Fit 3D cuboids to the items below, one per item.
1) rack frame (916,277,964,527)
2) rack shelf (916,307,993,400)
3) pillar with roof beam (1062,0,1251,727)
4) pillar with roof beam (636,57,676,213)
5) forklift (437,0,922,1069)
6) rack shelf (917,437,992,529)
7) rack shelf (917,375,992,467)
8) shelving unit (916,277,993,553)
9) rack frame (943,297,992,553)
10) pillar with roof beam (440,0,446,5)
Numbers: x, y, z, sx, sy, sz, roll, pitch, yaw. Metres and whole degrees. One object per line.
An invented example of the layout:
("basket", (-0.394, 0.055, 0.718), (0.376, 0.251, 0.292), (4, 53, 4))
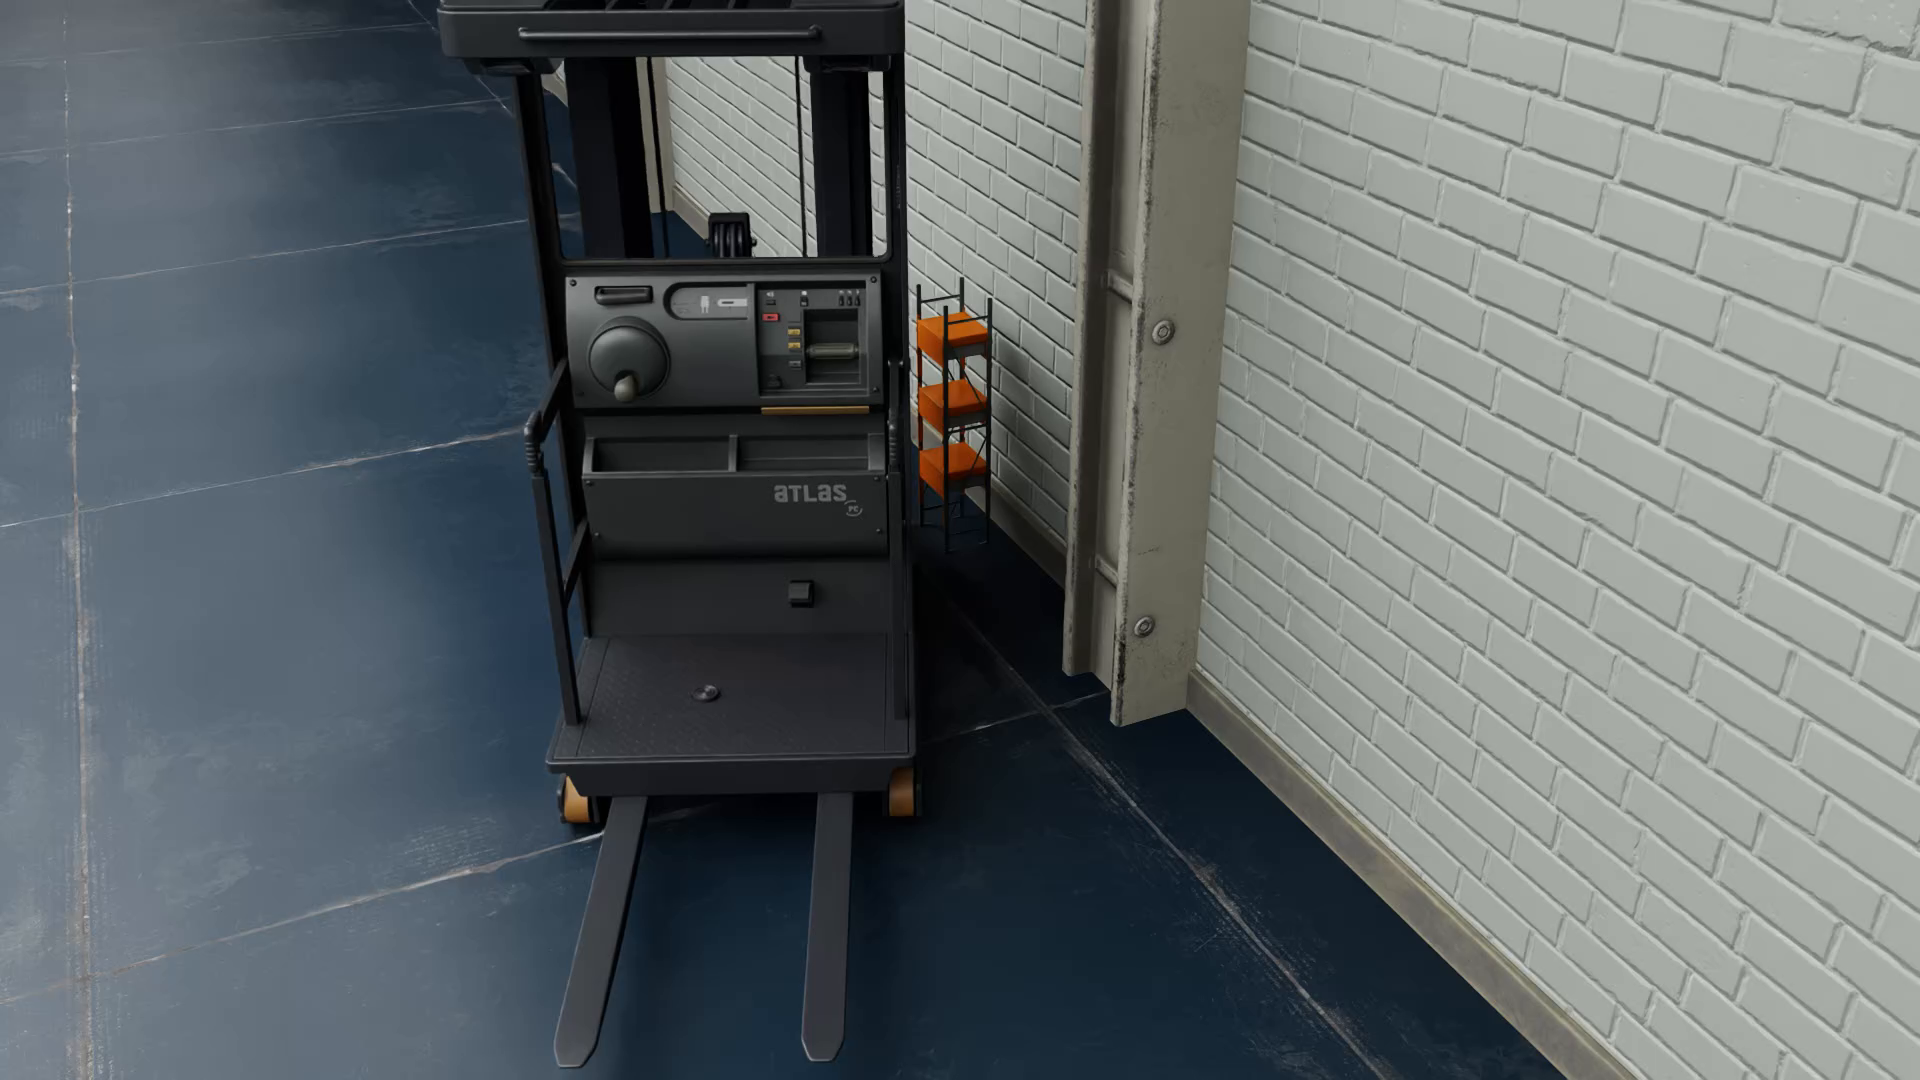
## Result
("rack frame", (-0.075, -0.535, 6.631), (0.200, 1.050, 0.008), (-13, 32, -22))
("rack shelf", (-0.023, -0.720, 6.402), (0.215, 0.259, 0.240), (-13, 32, -22))
("pillar with roof beam", (-3.303, -2.507, 2.021), (9.100, 9.000, 0.400), (-13, 32, -22))
("pillar with roof beam", (-5.879, -5.158, 6.747), (9.100, 9.000, 0.400), (-13, 32, -22))
("forklift", (-0.686, -0.554, 4.741), (1.130, 2.935, 3.031), (-1, 29, -2))
("rack shelf", (-0.023, -0.230, 6.676), (0.215, 0.259, 0.240), (-13, 32, -22))
("rack shelf", (-0.023, -0.472, 6.541), (0.215, 0.259, 0.240), (-13, 32, -22))
("shelving unit", (-0.023, -0.482, 6.535), (0.215, 1.050, 0.252), (-13, 32, -22))
("rack frame", (0.029, -0.428, 6.439), (0.200, 1.050, 0.008), (-13, 32, -22))
("pillar with roof beam", (-8.454, -7.808, 11.474), (9.100, 9.000, 0.400), (-13, 32, -22))
